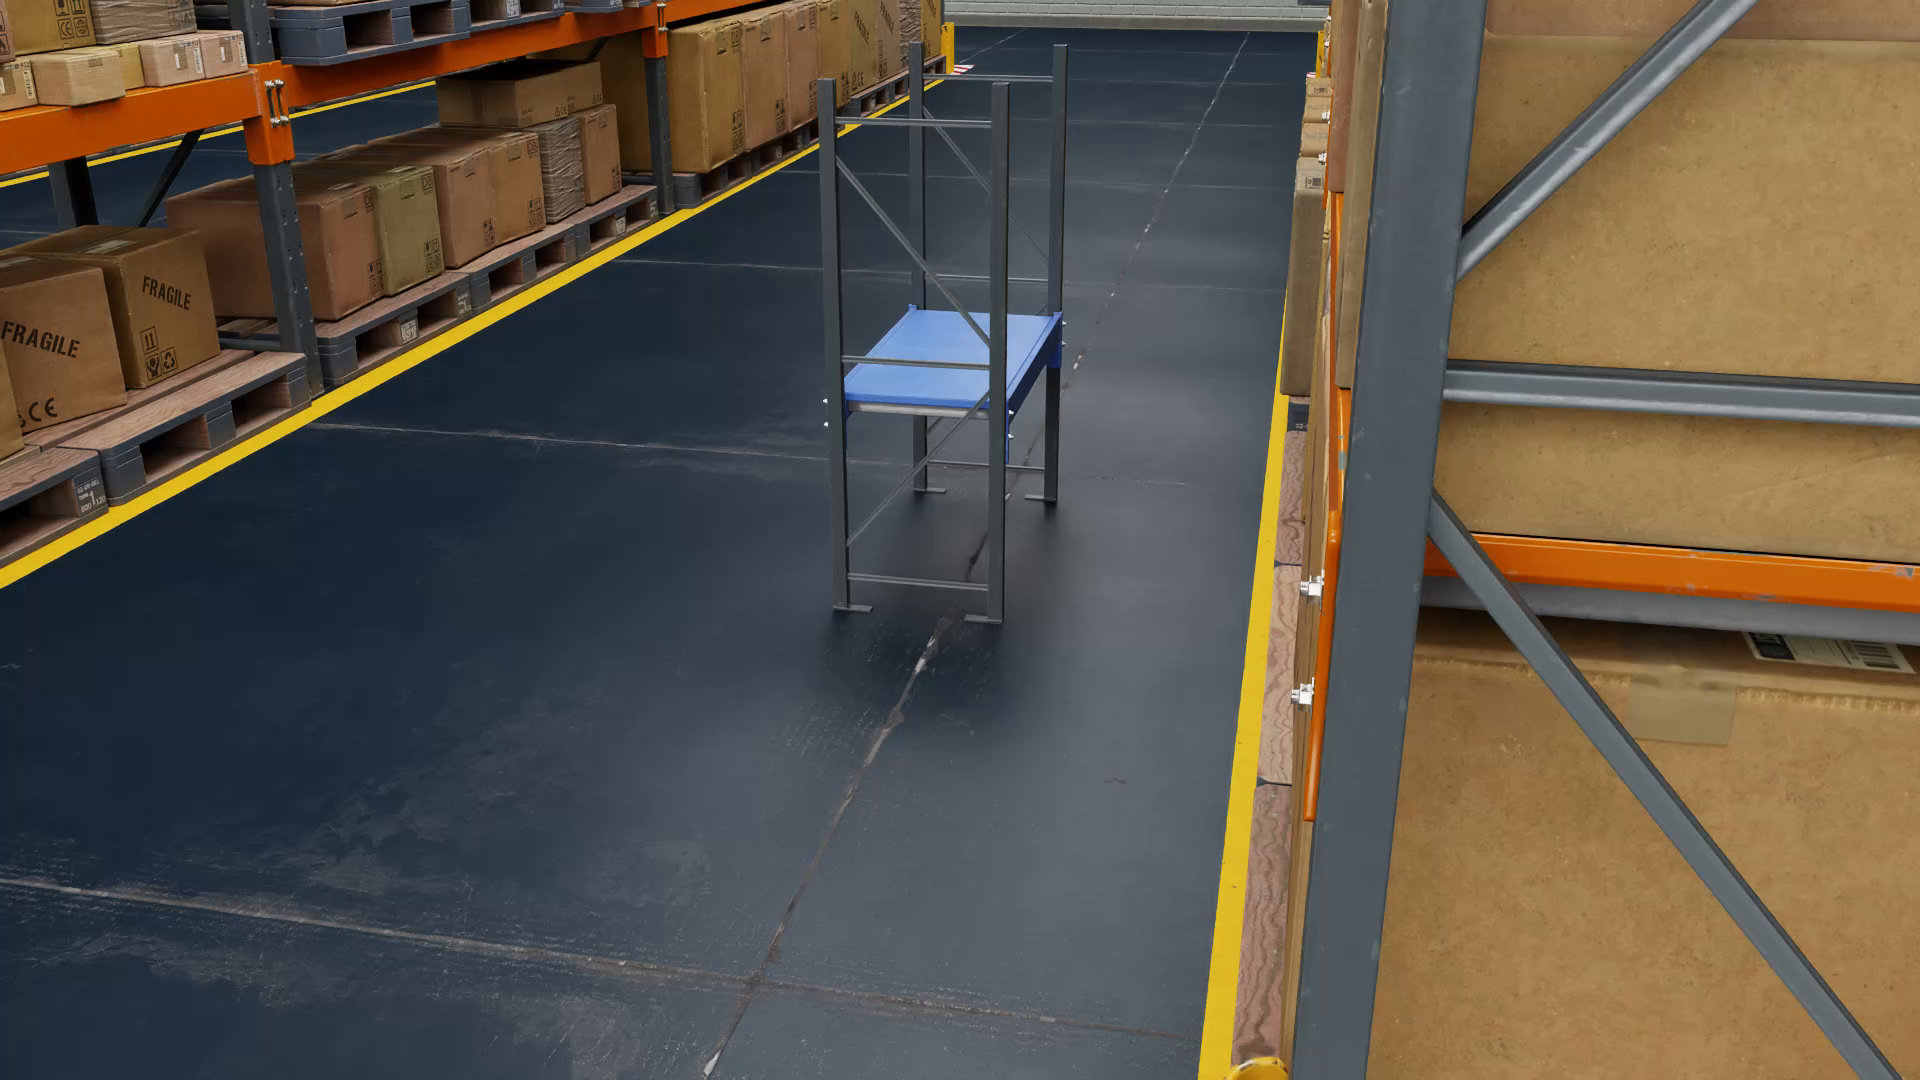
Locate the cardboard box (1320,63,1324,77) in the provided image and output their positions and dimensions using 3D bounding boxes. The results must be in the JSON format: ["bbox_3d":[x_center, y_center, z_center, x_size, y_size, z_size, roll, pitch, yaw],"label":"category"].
[{"bbox_3d":[3.188,-3.866,13.795,0.380,0.149,0.250,4,22,9],"label":"cardboard box"}]

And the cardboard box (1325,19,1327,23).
[{"bbox_3d":[3.732,-4.963,16.119,0.380,0.149,0.250,3,22,8],"label":"cardboard box"}]

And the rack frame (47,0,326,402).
[{"bbox_3d":[-3.113,-2.007,6.321,1.000,3.000,0.127,4,22,11],"label":"rack frame"}]

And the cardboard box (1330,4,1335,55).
[{"bbox_3d":[1.773,-2.219,6.714,0.500,0.500,0.500,5,22,11],"label":"cardboard box"}]

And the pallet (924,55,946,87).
[{"bbox_3d":[-0.751,-4.803,16.998,1.003,0.211,1.213,4,22,11],"label":"pallet"}]

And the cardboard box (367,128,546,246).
[{"bbox_3d":[-2.623,-1.856,8.704,0.700,0.500,0.500,6,23,15],"label":"cardboard box"}]

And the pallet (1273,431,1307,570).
[{"bbox_3d":[1.491,-0.026,5.136,1.003,0.211,1.213,4,22,11],"label":"pallet"}]

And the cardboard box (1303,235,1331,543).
[{"bbox_3d":[1.345,-0.246,4.232,0.875,0.875,0.875,5,22,11],"label":"cardboard box"}]

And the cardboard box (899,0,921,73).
[{"bbox_3d":[-0.902,-5.032,16.114,0.875,0.875,0.875,4,22,11],"label":"cardboard box"}]

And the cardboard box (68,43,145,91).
[{"bbox_3d":[-3.039,-1.612,5.676,0.380,0.149,0.250,4,22,11],"label":"cardboard box"}]

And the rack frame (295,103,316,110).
[{"bbox_3d":[-6.329,-5.310,14.523,1.000,3.000,0.127,4,22,11],"label":"rack frame"}]

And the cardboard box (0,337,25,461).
[{"bbox_3d":[-3.393,-0.456,5.254,0.500,0.500,0.500,2,22,6],"label":"cardboard box"}]

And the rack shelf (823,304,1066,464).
[{"bbox_3d":[-0.017,-0.498,5.063,0.538,0.185,1.000,4,22,11],"label":"rack shelf"}]

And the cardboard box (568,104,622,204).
[{"bbox_3d":[-2.414,-2.268,9.726,0.700,0.500,0.500,3,22,8],"label":"cardboard box"}]

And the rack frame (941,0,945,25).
[{"bbox_3d":[-0.664,-6.395,17.218,1.000,3.000,0.127,4,22,11],"label":"rack frame"}]

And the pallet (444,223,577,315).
[{"bbox_3d":[-2.708,-1.446,8.660,1.003,0.211,1.213,4,22,11],"label":"pallet"}]

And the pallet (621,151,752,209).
[{"bbox_3d":[-2.062,-2.459,11.176,1.003,0.211,1.213,4,22,11],"label":"pallet"}]

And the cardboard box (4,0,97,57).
[{"bbox_3d":[-3.401,-1.851,5.402,0.875,0.500,0.500,4,22,11],"label":"cardboard box"}]

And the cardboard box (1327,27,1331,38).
[{"bbox_3d":[2.839,-3.456,11.698,0.500,0.250,0.500,5,22,12],"label":"cardboard box"}]

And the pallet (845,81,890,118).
[{"bbox_3d":[-1.248,-3.911,14.782,1.003,0.211,1.213,4,22,11],"label":"pallet"}]

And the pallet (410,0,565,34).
[{"bbox_3d":[-2.660,-2.654,8.184,1.003,0.211,1.213,4,22,11],"label":"pallet"}]

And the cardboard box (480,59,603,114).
[{"bbox_3d":[-2.404,-2.615,9.584,0.500,0.250,0.500,5,23,13],"label":"cardboard box"}]

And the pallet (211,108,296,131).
[{"bbox_3d":[-6.527,-3.738,14.351,1.003,0.211,1.213,4,22,11],"label":"pallet"}]

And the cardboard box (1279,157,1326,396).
[{"bbox_3d":[1.761,-0.977,6.213,1.050,0.750,0.750,4,22,11],"label":"cardboard box"}]

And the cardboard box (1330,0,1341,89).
[{"bbox_3d":[1.567,-1.849,5.796,0.500,0.500,0.500,4,22,11],"label":"cardboard box"}]

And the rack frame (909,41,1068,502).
[{"bbox_3d":[0.086,-0.850,5.458,0.500,1.500,0.032,4,22,11],"label":"rack frame"}]

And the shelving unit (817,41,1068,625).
[{"bbox_3d":[-0.017,-0.664,4.996,0.538,1.500,1.048,4,22,11],"label":"shelving unit"}]

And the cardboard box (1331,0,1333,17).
[{"bbox_3d":[2.082,-2.771,8.085,0.500,0.500,0.500,4,22,10],"label":"cardboard box"}]

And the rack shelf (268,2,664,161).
[{"bbox_3d":[-2.704,-2.404,8.272,1.077,0.370,4.000,4,22,11],"label":"rack shelf"}]

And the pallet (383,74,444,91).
[{"bbox_3d":[-5.970,-4.736,16.830,1.003,0.211,1.213,4,22,11],"label":"pallet"}]

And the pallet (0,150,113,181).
[{"bbox_3d":[-7.025,-2.845,12.136,1.003,0.211,1.213,4,22,11],"label":"pallet"}]

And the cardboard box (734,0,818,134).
[{"bbox_3d":[-1.773,-3.579,12.508,1.225,0.875,0.875,4,22,9],"label":"cardboard box"}]

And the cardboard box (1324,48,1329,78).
[{"bbox_3d":[2.514,-2.893,10.302,0.500,0.250,0.500,5,22,12],"label":"cardboard box"}]

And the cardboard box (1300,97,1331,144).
[{"bbox_3d":[2.151,-1.670,7.934,1.050,0.750,0.750,5,22,12],"label":"cardboard box"}]

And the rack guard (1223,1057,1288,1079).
[{"bbox_3d":[0.901,1.040,2.103,1.175,0.500,0.348,4,22,11],"label":"rack guard"}]

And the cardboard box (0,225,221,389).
[{"bbox_3d":[-3.233,-0.899,6.354,0.500,0.500,0.500,4,22,9],"label":"cardboard box"}]

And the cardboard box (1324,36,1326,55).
[{"bbox_3d":[3.367,-4.298,14.469,0.380,0.149,0.250,4,22,9],"label":"cardboard box"}]

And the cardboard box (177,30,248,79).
[{"bbox_3d":[-2.869,-1.789,6.117,0.380,0.149,0.250,4,22,11],"label":"cardboard box"}]

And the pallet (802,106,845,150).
[{"bbox_3d":[-1.564,-3.351,13.392,1.003,0.211,1.213,4,22,11],"label":"pallet"}]

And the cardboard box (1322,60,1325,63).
[{"bbox_3d":[3.574,-4.407,15.535,0.380,0.149,0.250,5,22,12],"label":"cardboard box"}]

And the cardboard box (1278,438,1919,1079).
[{"bbox_3d":[0.980,0.409,2.605,0.875,0.875,0.875,5,22,11],"label":"cardboard box"}]

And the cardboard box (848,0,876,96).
[{"bbox_3d":[-1.267,-4.377,14.488,0.875,0.875,0.875,4,22,11],"label":"cardboard box"}]

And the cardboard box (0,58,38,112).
[{"bbox_3d":[-3.161,-1.430,5.226,0.380,0.149,0.250,4,22,11],"label":"cardboard box"}]

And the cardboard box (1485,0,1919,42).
[{"bbox_3d":[1.020,-0.832,1.758,0.875,0.550,0.550,4,22,11],"label":"cardboard box"}]

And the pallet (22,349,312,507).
[{"bbox_3d":[-3.215,-0.465,6.225,1.003,0.211,1.213,4,22,11],"label":"pallet"}]

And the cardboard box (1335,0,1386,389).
[{"bbox_3d":[1.028,-0.540,2.479,0.875,0.550,0.550,4,22,11],"label":"cardboard box"}]

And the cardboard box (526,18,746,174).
[{"bbox_3d":[-2.135,-2.930,10.895,1.225,0.875,0.875,3,22,8],"label":"cardboard box"}]

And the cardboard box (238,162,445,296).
[{"bbox_3d":[-2.850,-1.447,7.689,0.700,0.500,0.500,4,22,11],"label":"cardboard box"}]

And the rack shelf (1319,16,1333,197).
[{"bbox_3d":[2.131,-1.989,7.241,1.077,0.370,4.000,4,22,11],"label":"rack shelf"}]

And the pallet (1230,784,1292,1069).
[{"bbox_3d":[0.993,0.866,2.920,1.003,0.211,1.213,4,22,11],"label":"pallet"}]
